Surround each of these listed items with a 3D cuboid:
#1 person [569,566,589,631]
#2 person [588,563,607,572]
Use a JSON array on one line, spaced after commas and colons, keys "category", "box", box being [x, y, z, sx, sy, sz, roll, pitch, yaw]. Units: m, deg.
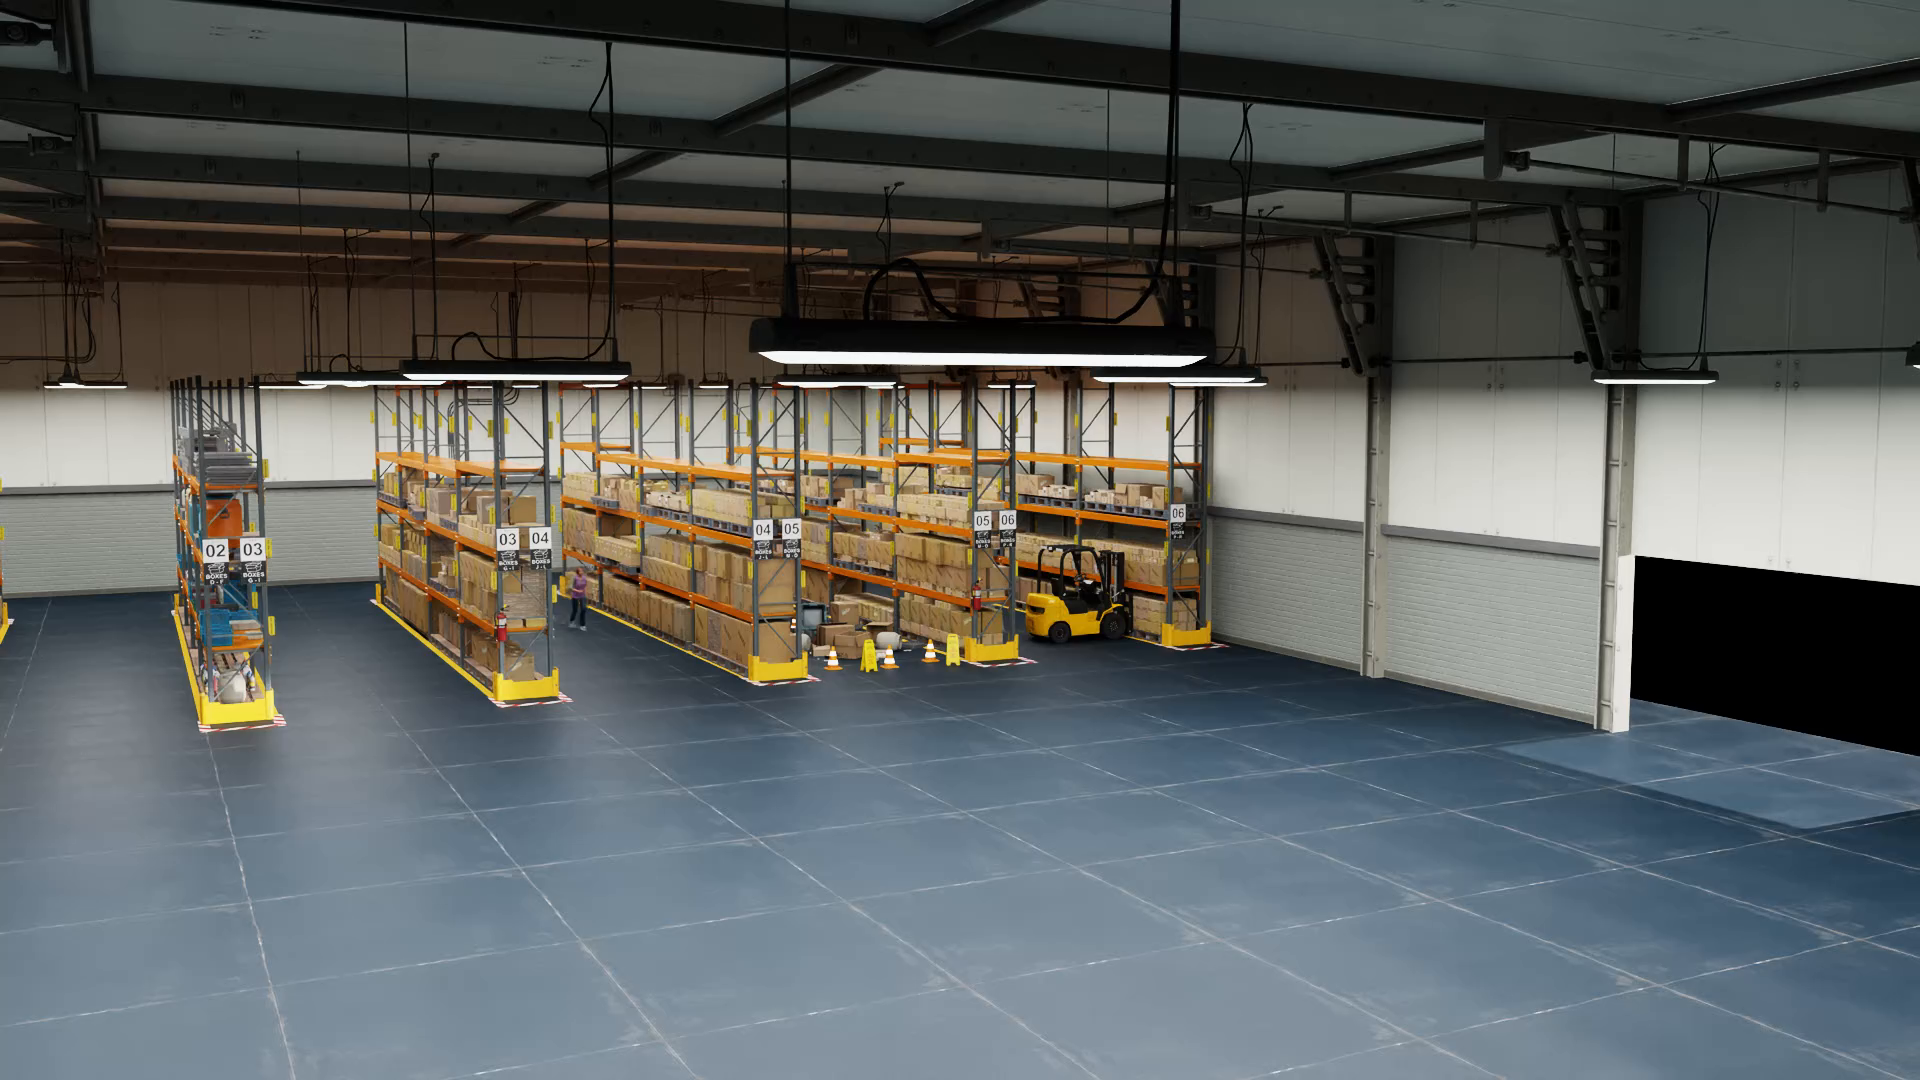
[{"category": "person", "box": [-9.197, 1.386, 40.006, 0.529, 1.568, 0.880, -3, 6, -32]}, {"category": "person", "box": [-10.757, 0.586, 49.133, 0.585, 1.627, 0.780, 1, 5, 14]}]
